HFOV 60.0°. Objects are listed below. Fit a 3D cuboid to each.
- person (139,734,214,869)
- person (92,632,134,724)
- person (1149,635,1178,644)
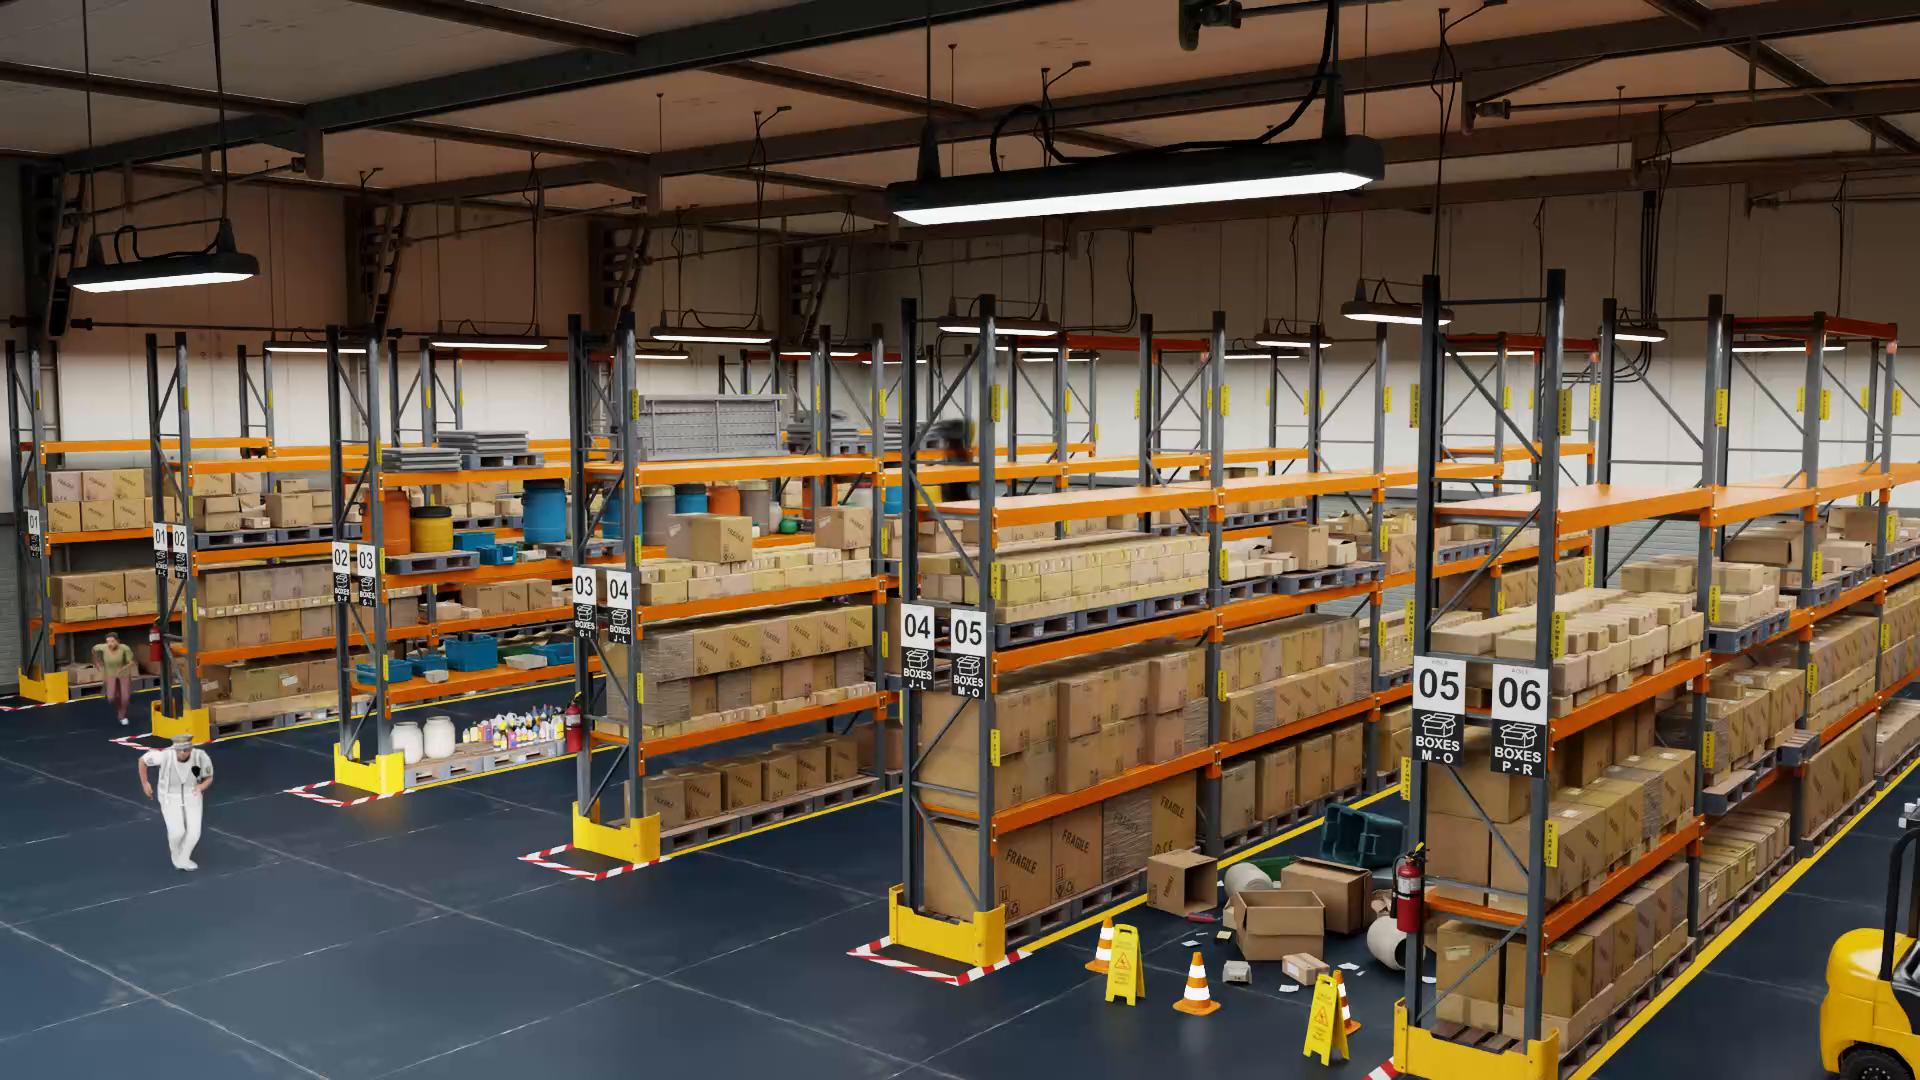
[{"bbox_3d":[-8.298,2.793,17.638,0.697,1.571,0.920,-3,6,-32],"label":"person"},{"bbox_3d":[-12.989,2.124,25.533,0.613,1.503,0.791,-1,5,-14],"label":"person"},{"bbox_3d":[2.820,1.921,23.517,0.705,1.704,0.714,3,6,26],"label":"person"}]
